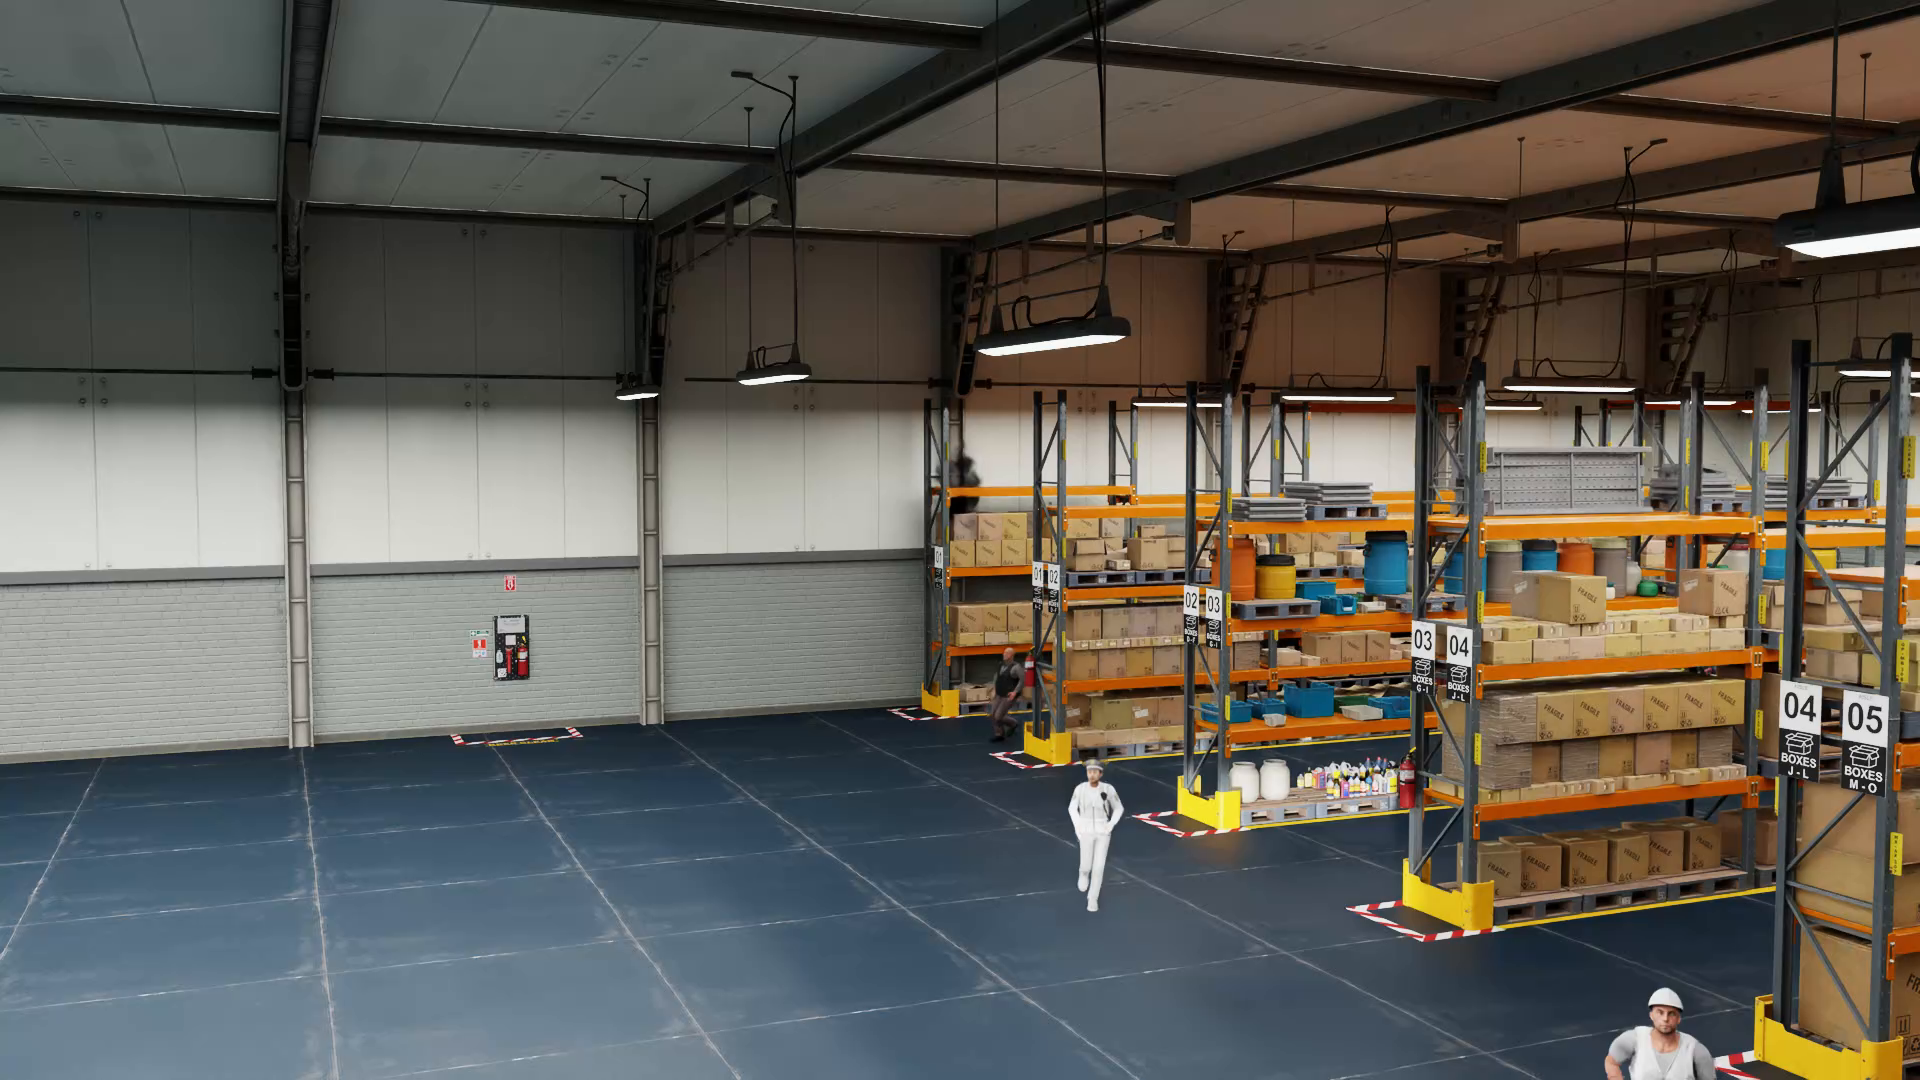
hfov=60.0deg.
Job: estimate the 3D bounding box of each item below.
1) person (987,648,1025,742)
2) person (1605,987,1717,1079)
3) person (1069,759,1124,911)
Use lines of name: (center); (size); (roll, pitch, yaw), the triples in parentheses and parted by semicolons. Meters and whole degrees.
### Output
person: (0.805, 2.666, 28.520); (0.538, 1.663, 0.704); (-3, 4, -38)
person: (4.347, 3.668, 10.321); (0.644, 1.740, 0.582); (1, 4, 20)
person: (1.520, 3.254, 18.542); (0.615, 1.672, 0.603); (0, 3, 8)
